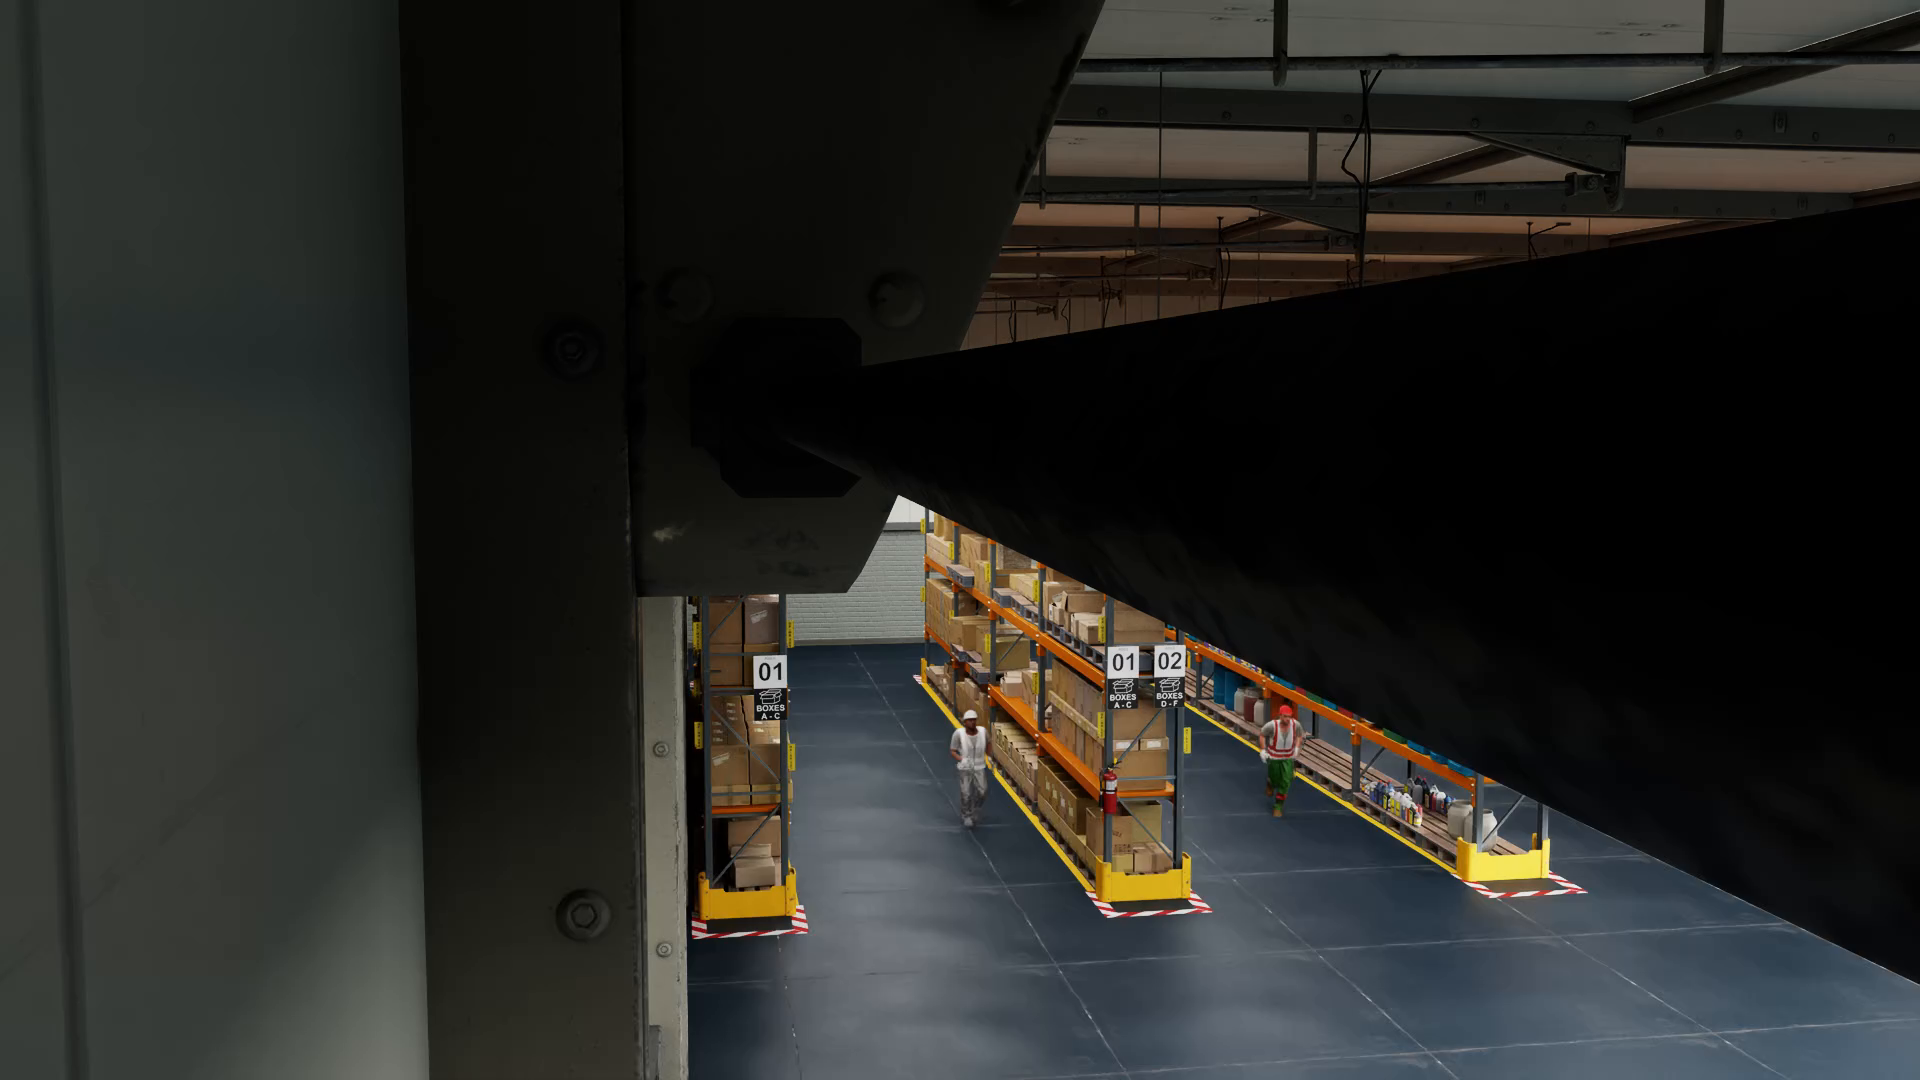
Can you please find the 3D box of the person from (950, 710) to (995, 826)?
[{"bbox_3d":[0.190,3.329,24.172,0.673,1.731,0.671,-1,5,-12],"label":"person"}]

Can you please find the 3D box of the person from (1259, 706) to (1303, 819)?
[{"bbox_3d":[4.822,3.292,25.078,0.657,1.720,0.895,-1,5,-9],"label":"person"}]
